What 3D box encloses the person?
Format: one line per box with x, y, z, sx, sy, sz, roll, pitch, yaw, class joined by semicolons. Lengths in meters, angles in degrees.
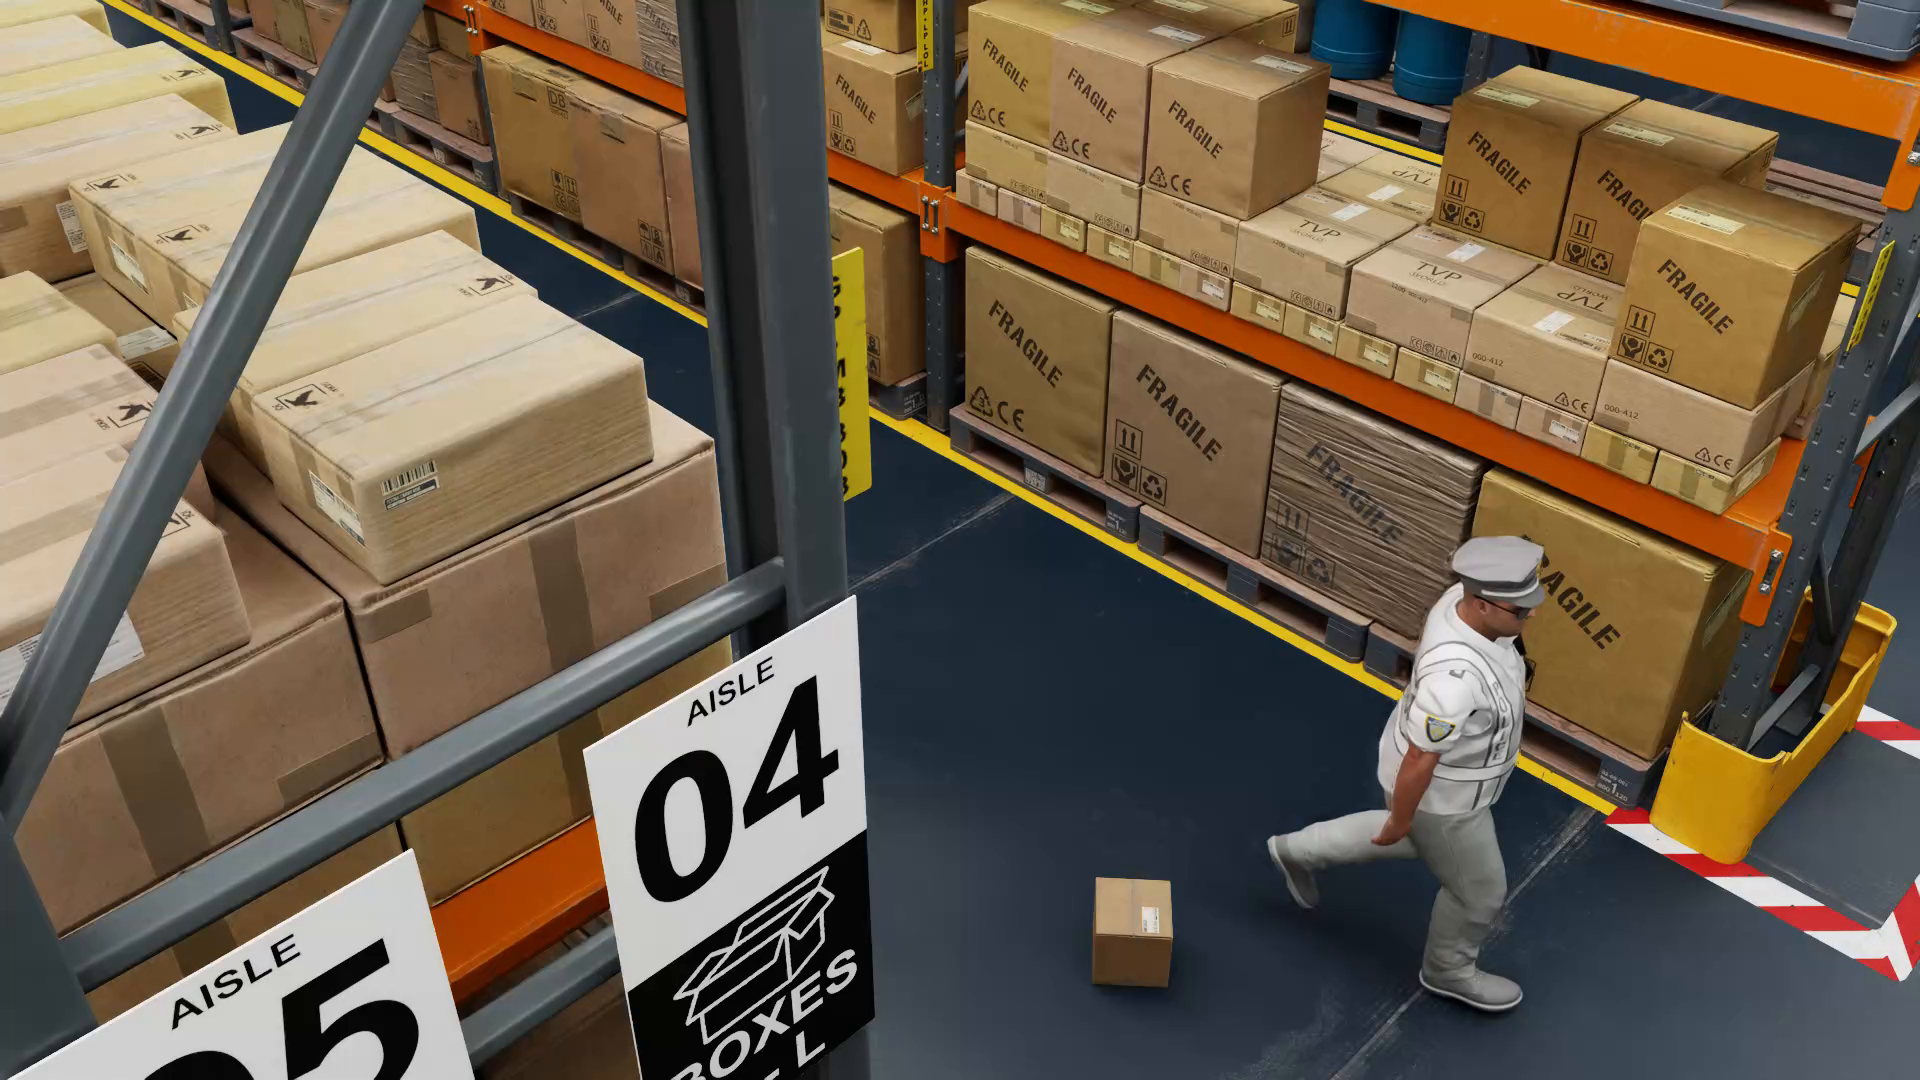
1.438;0.694;5.128;0.889;1.717;0.538;10;36;14;person
